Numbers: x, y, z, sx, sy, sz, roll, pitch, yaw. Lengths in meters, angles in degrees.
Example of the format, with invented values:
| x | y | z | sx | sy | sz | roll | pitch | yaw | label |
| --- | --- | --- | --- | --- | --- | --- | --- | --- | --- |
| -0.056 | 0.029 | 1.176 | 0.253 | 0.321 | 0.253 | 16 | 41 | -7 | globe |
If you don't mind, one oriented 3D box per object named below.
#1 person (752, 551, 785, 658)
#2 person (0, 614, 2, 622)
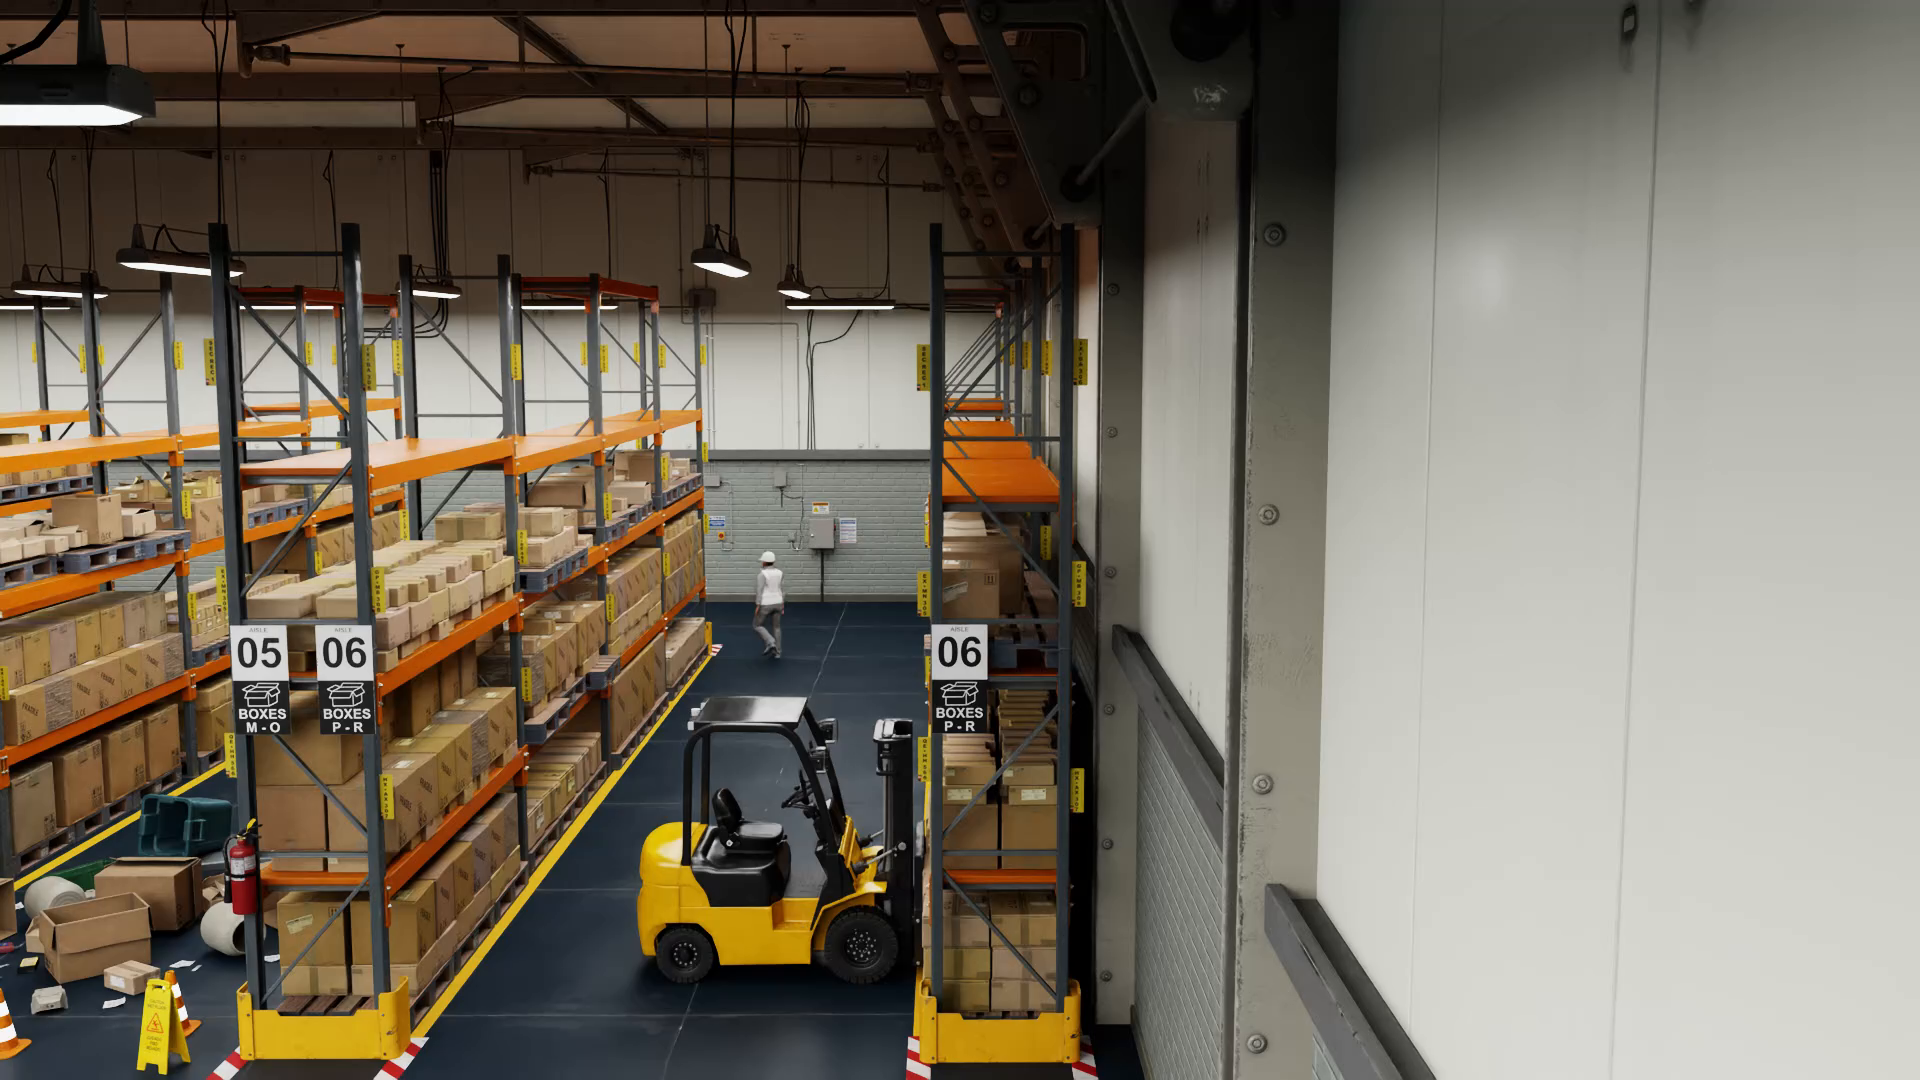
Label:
| x | y | z | sx | sy | sz | roll | pitch | yaw | label |
| --- | --- | --- | --- | --- | --- | --- | --- | --- | --- |
| -3.125 | 1.078 | 27.472 | 0.588 | 1.766 | 0.513 | -6 | 9 | -40 | person |
| -12.720 | 1.764 | 21.861 | 0.542 | 1.714 | 1.093 | 0 | 7 | -4 | person |
